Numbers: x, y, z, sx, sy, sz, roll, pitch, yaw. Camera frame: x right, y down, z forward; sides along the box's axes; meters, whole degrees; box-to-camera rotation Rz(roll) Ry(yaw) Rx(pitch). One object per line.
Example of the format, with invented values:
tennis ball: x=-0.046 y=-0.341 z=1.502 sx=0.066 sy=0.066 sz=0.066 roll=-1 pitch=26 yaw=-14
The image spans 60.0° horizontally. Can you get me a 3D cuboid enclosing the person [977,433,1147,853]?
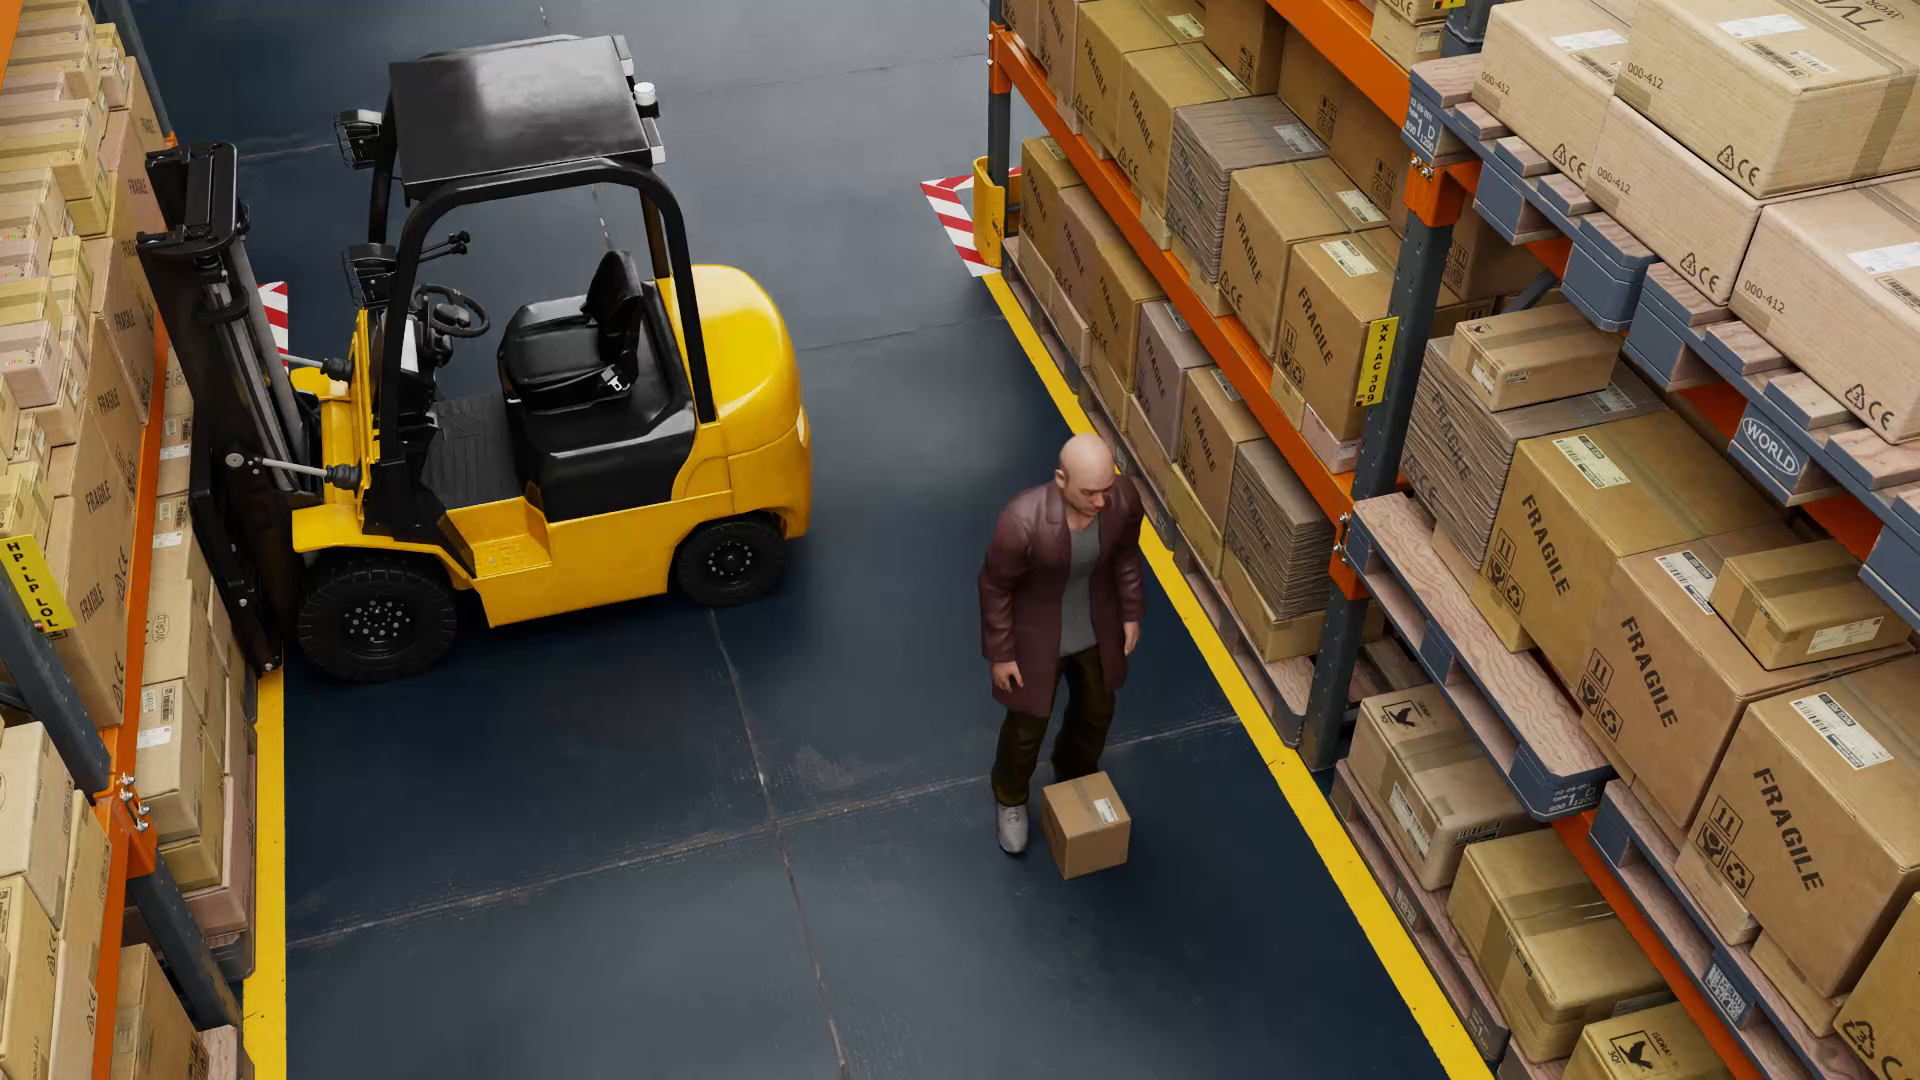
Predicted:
person: x=0.364 y=0.329 z=5.801 sx=0.628 sy=1.773 sz=0.427 roll=-16 pitch=44 yaw=-17
